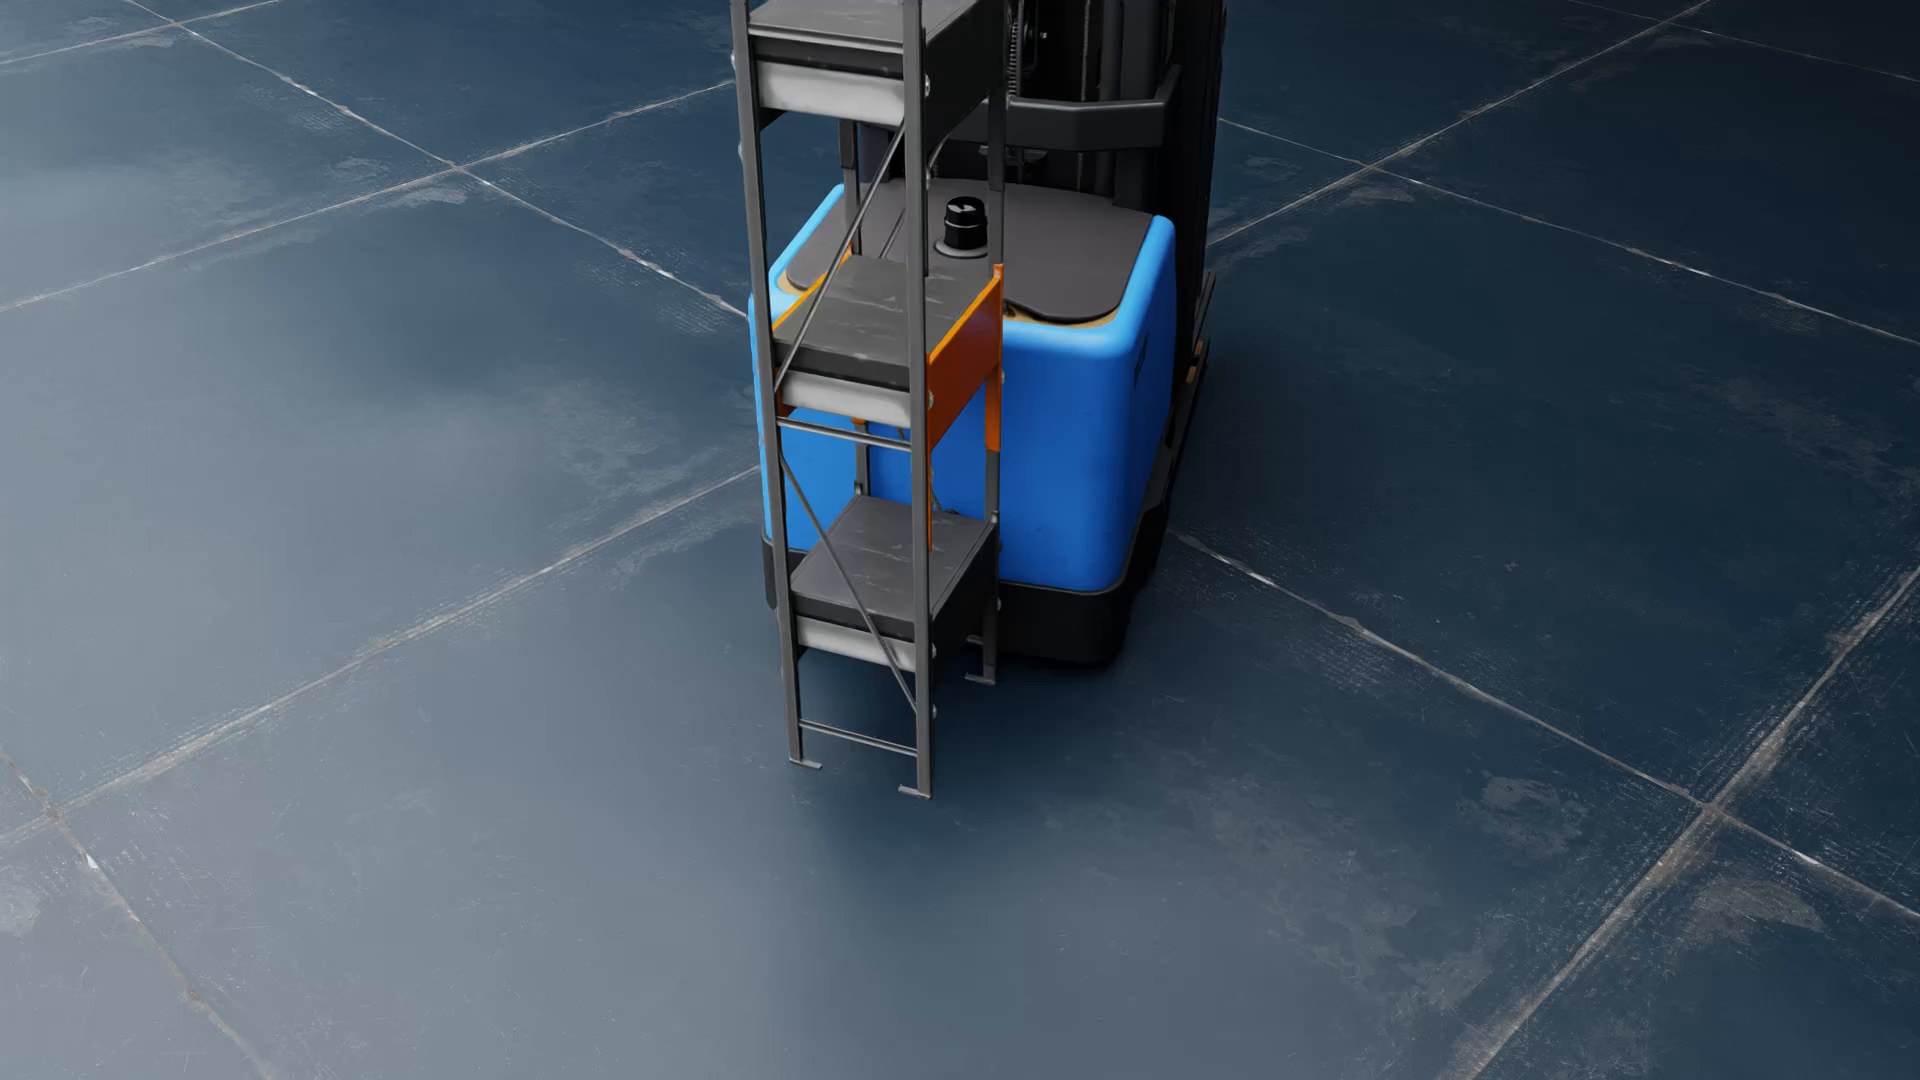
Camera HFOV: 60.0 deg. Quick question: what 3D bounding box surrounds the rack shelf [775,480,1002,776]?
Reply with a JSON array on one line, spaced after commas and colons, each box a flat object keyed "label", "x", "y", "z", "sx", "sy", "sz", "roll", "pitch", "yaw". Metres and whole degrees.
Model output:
[{"label": "rack shelf", "x": -0.174, "y": 0.221, "z": 4.345, "sx": 0.431, "sy": 0.518, "sz": 0.480, "roll": 12, "pitch": 37, "yaw": 17}]

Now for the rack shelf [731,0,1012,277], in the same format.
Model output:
[{"label": "rack shelf", "x": -0.174, "y": -0.927, "z": 3.544, "sx": 0.431, "sy": 0.518, "sz": 0.480, "roll": 12, "pitch": 37, "yaw": 17}]

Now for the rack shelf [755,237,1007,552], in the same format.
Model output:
[{"label": "rack shelf", "x": -0.174, "y": -0.353, "z": 3.945, "sx": 0.431, "sy": 0.518, "sz": 0.480, "roll": 12, "pitch": 37, "yaw": 17}]

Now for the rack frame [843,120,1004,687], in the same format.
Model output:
[{"label": "rack frame", "x": -0.087, "y": -0.495, "z": 4.124, "sx": 0.400, "sy": 2.100, "sz": 0.015, "roll": 12, "pitch": 37, "yaw": 17}]

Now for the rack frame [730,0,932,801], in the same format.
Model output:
[{"label": "rack frame", "x": -0.262, "y": -0.234, "z": 3.750, "sx": 0.400, "sy": 2.100, "sz": 0.015, "roll": 12, "pitch": 37, "yaw": 17}]

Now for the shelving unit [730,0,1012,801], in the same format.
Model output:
[{"label": "shelving unit", "x": -0.174, "y": -0.364, "z": 3.937, "sx": 0.431, "sy": 2.100, "sz": 0.503, "roll": 12, "pitch": 37, "yaw": 17}]

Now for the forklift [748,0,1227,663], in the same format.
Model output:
[{"label": "forklift", "x": 0.288, "y": -1.699, "z": 5.124, "sx": 1.130, "sy": 2.935, "sz": 3.031, "roll": 8, "pitch": 36, "yaw": 12}]
